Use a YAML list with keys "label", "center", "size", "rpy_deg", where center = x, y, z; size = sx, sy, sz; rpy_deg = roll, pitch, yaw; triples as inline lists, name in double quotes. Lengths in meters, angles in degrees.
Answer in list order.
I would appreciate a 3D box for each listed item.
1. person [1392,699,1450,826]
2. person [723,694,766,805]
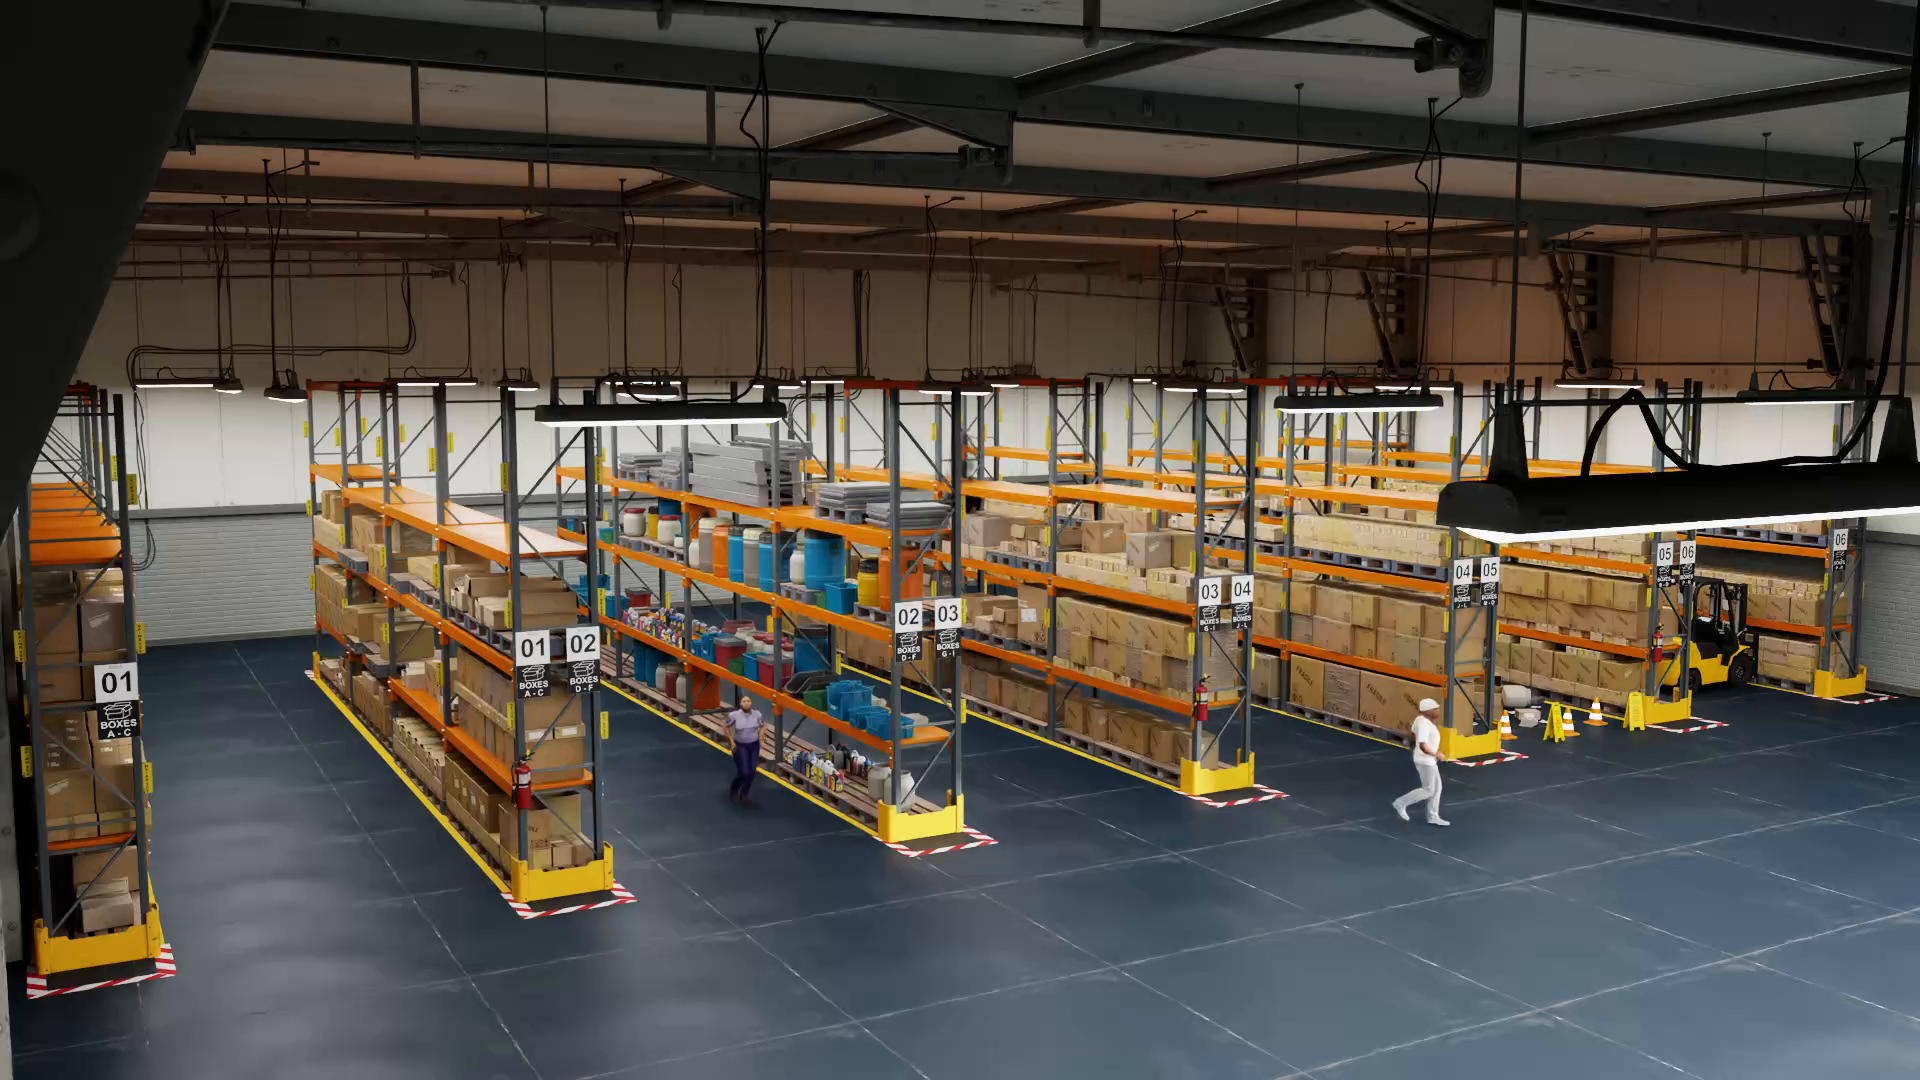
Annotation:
- label: "person"
  center: [6.351, 3.040, 22.820]
  size: [0.782, 1.760, 0.726]
  rpy_deg: [1, 6, 13]
- label: "person"
  center: [-3.035, 3.003, 23.767]
  size: [0.588, 1.612, 0.574]
  rpy_deg: [-3, 7, -25]
